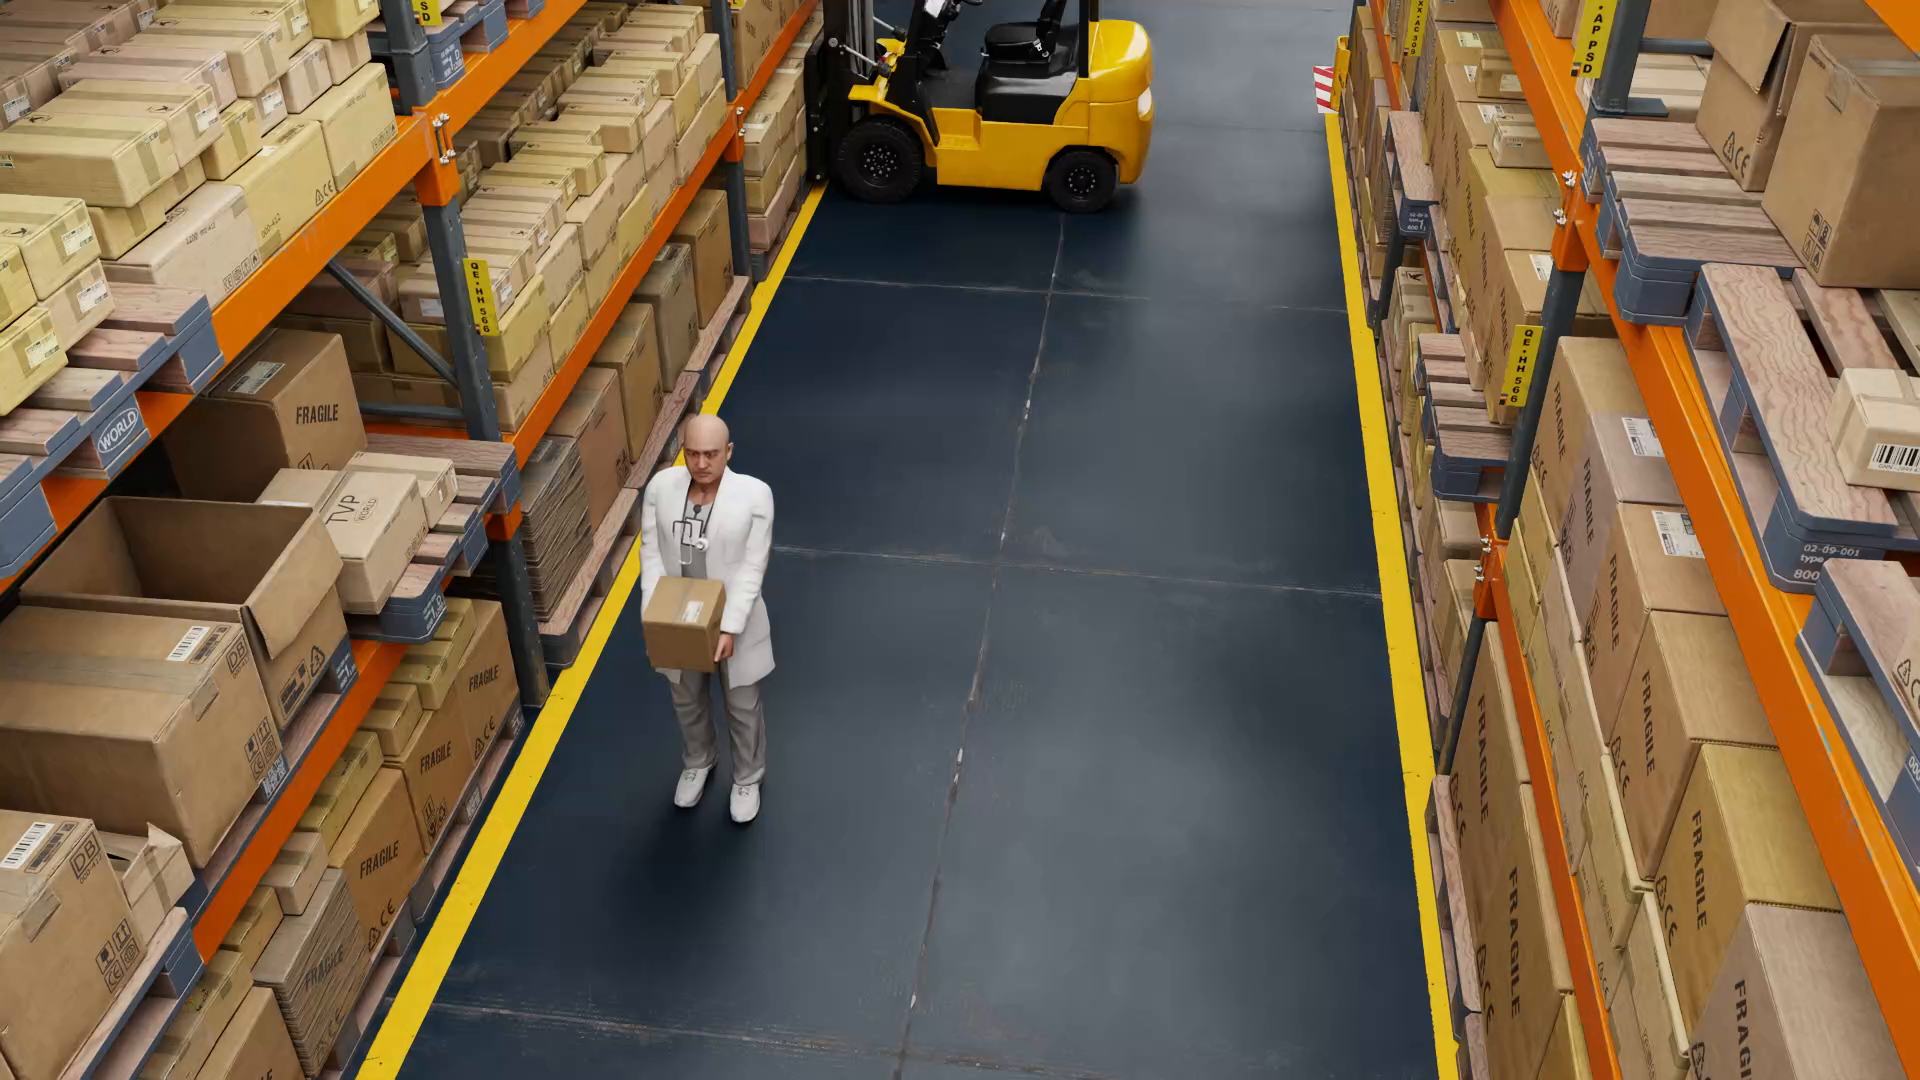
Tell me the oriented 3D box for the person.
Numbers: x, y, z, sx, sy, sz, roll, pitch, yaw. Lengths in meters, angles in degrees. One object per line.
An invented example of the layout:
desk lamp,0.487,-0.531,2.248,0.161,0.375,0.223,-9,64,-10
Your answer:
person,-0.996,0.365,6.550,0.530,1.769,0.563,5,36,7
